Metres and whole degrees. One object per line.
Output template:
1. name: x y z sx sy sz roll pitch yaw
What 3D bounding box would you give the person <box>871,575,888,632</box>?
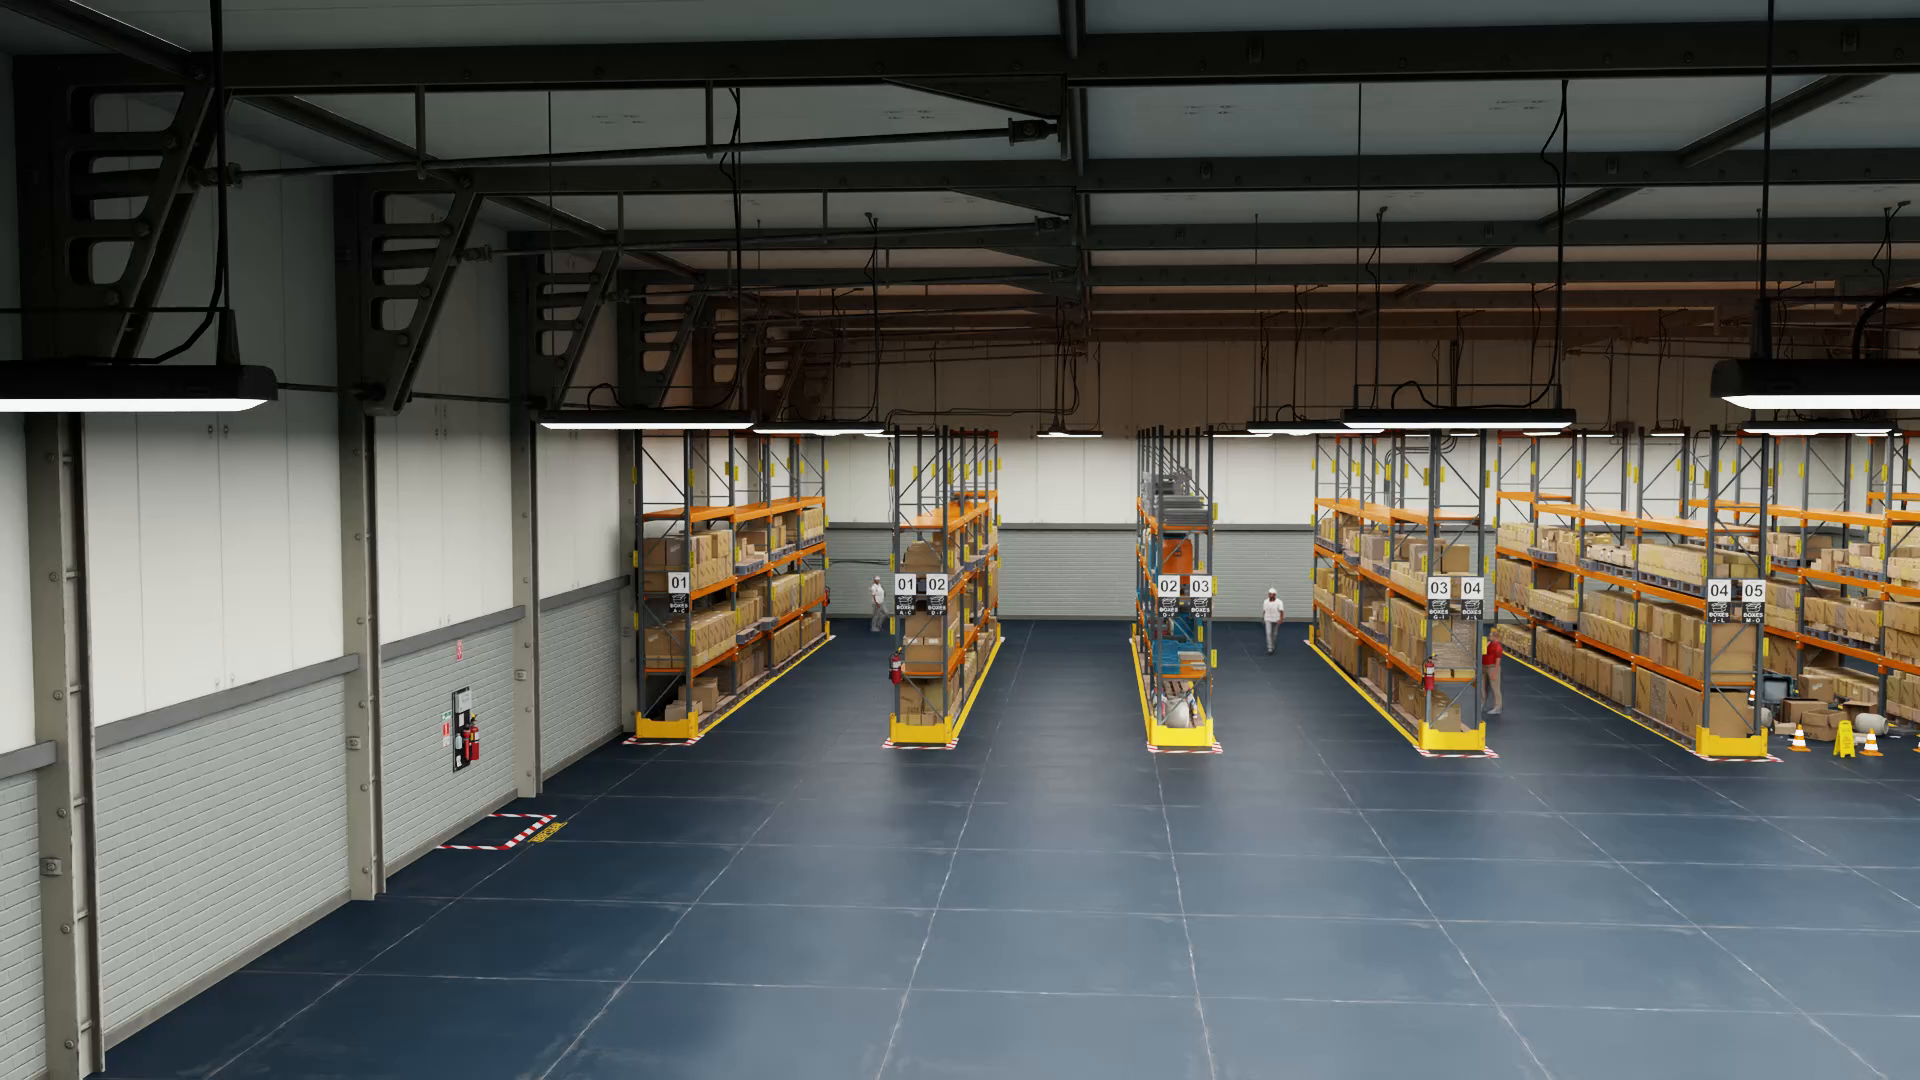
1. person: -2.417 1.907 49.494 0.497 1.712 0.491 1 4 14

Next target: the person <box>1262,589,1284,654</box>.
1. person: 8.429 2.168 44.719 0.520 1.718 1.058 0 3 2

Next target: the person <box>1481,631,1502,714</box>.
1. person: 11.110 2.760 34.912 0.481 1.720 0.612 -1 4 -21
